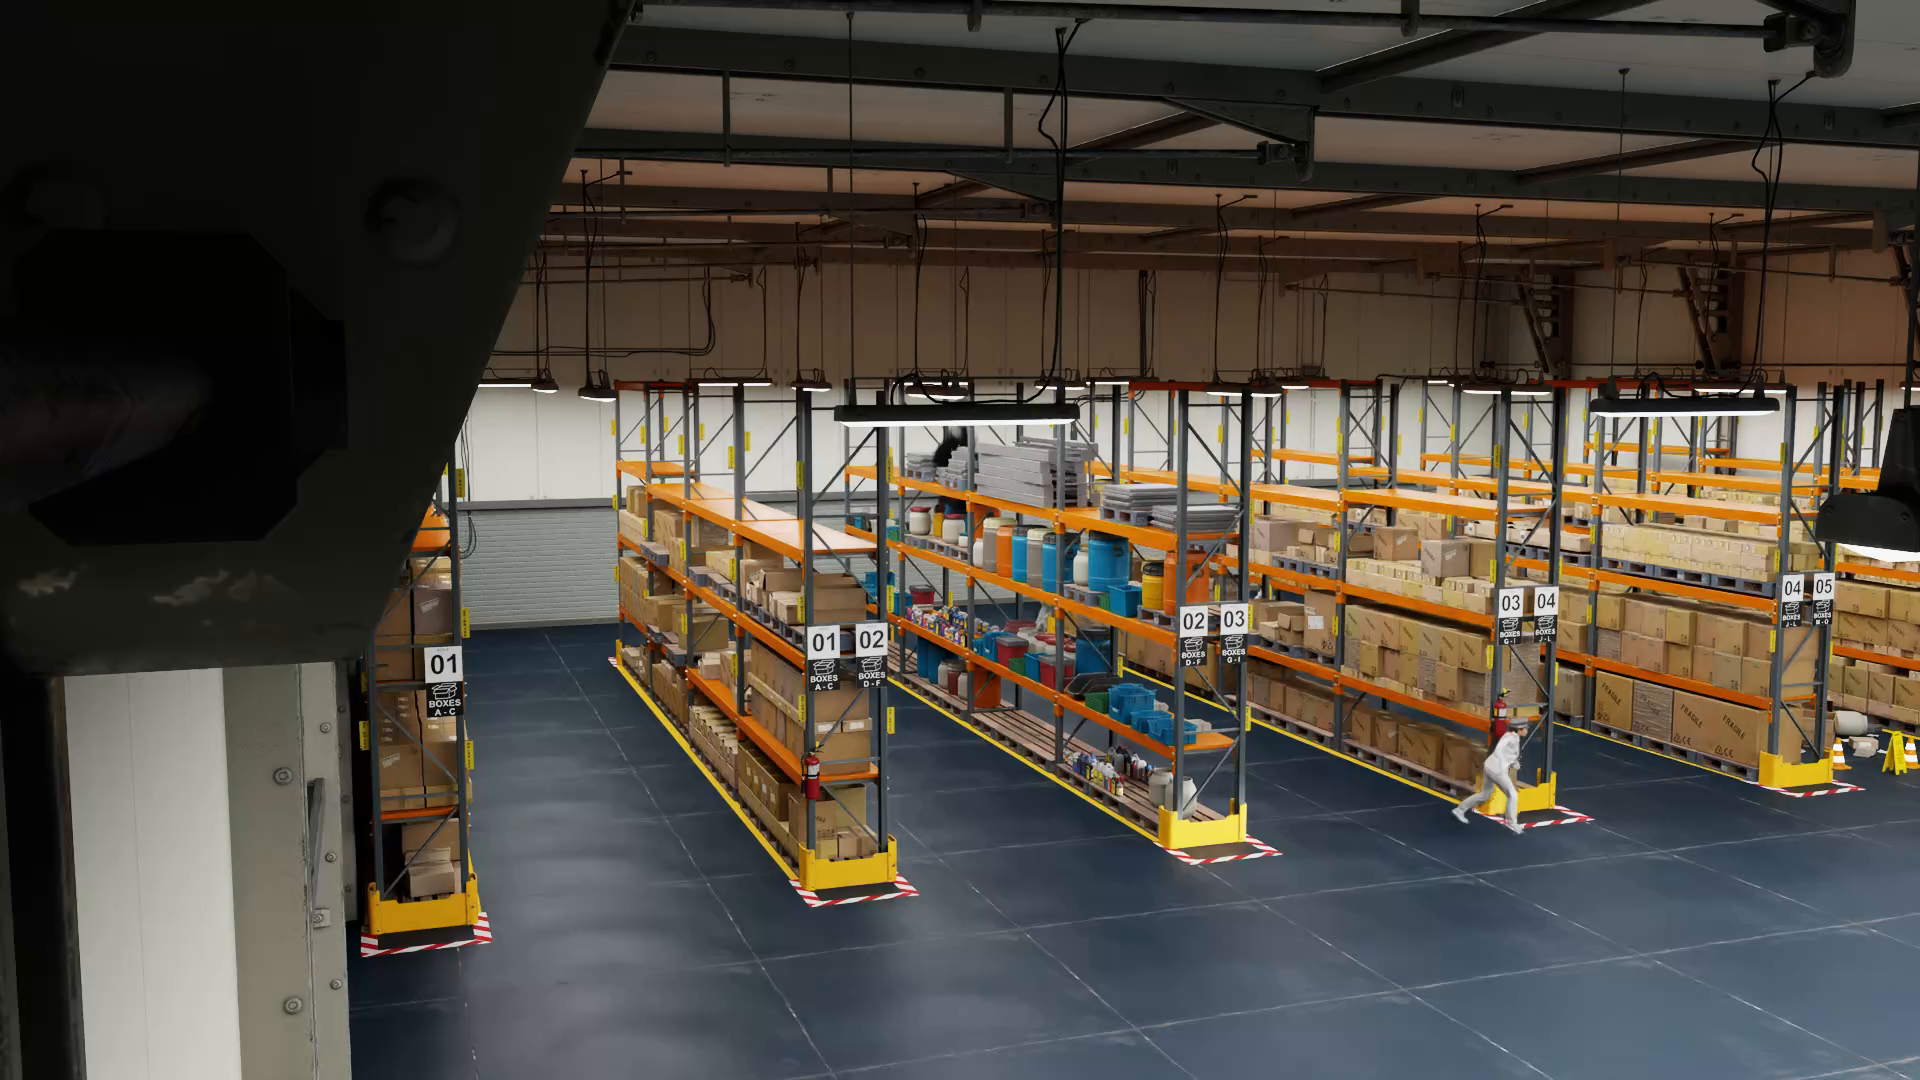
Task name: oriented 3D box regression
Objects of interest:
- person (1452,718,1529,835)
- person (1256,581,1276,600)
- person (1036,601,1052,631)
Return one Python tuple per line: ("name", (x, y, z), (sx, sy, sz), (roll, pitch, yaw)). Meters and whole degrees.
("person", (7.170, 3.191, 22.463), (0.980, 1.628, 0.655), (1, 6, 12))
("person", (6.777, 1.664, 36.950), (0.541, 1.585, 0.645), (-2, 6, -18))
("person", (2.102, 1.300, 39.628), (0.511, 1.814, 0.688), (-3, 7, -27))
